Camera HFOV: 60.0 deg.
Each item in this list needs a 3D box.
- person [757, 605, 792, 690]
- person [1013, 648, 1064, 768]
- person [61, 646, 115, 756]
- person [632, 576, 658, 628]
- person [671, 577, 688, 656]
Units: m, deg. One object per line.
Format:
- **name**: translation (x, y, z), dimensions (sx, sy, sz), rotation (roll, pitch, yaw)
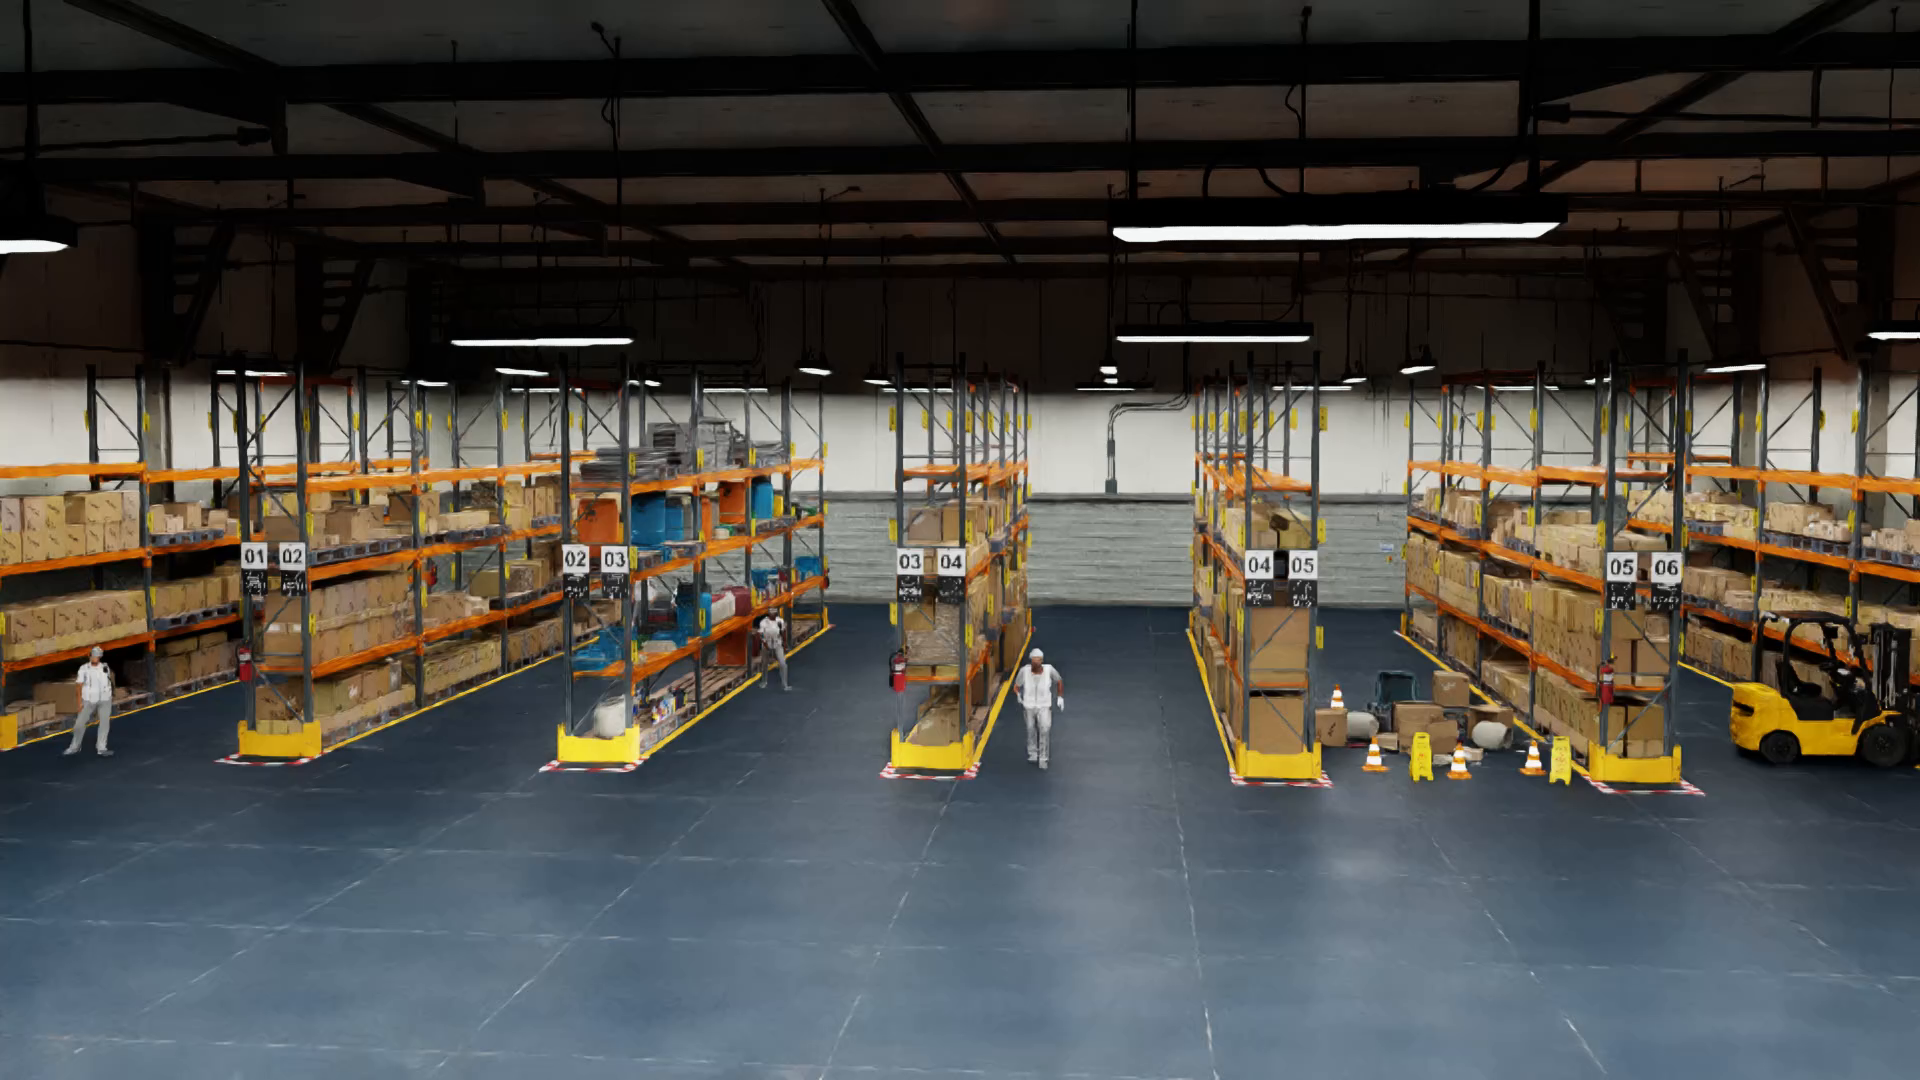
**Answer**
- **person**: translation (-3.482, 1.985, 31.061), dimensions (0.622, 1.608, 0.822), rotation (-1, 4, -11)
- **person**: translation (1.133, 2.417, 24.264), dimensions (0.719, 1.715, 0.843), rotation (1, 4, 10)
- **person**: translation (-13.060, 2.416, 24.885), dimensions (0.713, 1.656, 0.519), rotation (-3, 5, -40)
- **person**: translation (-7.412, 1.382, 38.928), dimensions (0.677, 1.726, 0.574), rotation (0, 4, 4)
- **person**: translation (-5.939, 1.613, 35.680), dimensions (0.539, 1.675, 1.124), rotation (1, 4, 8)
